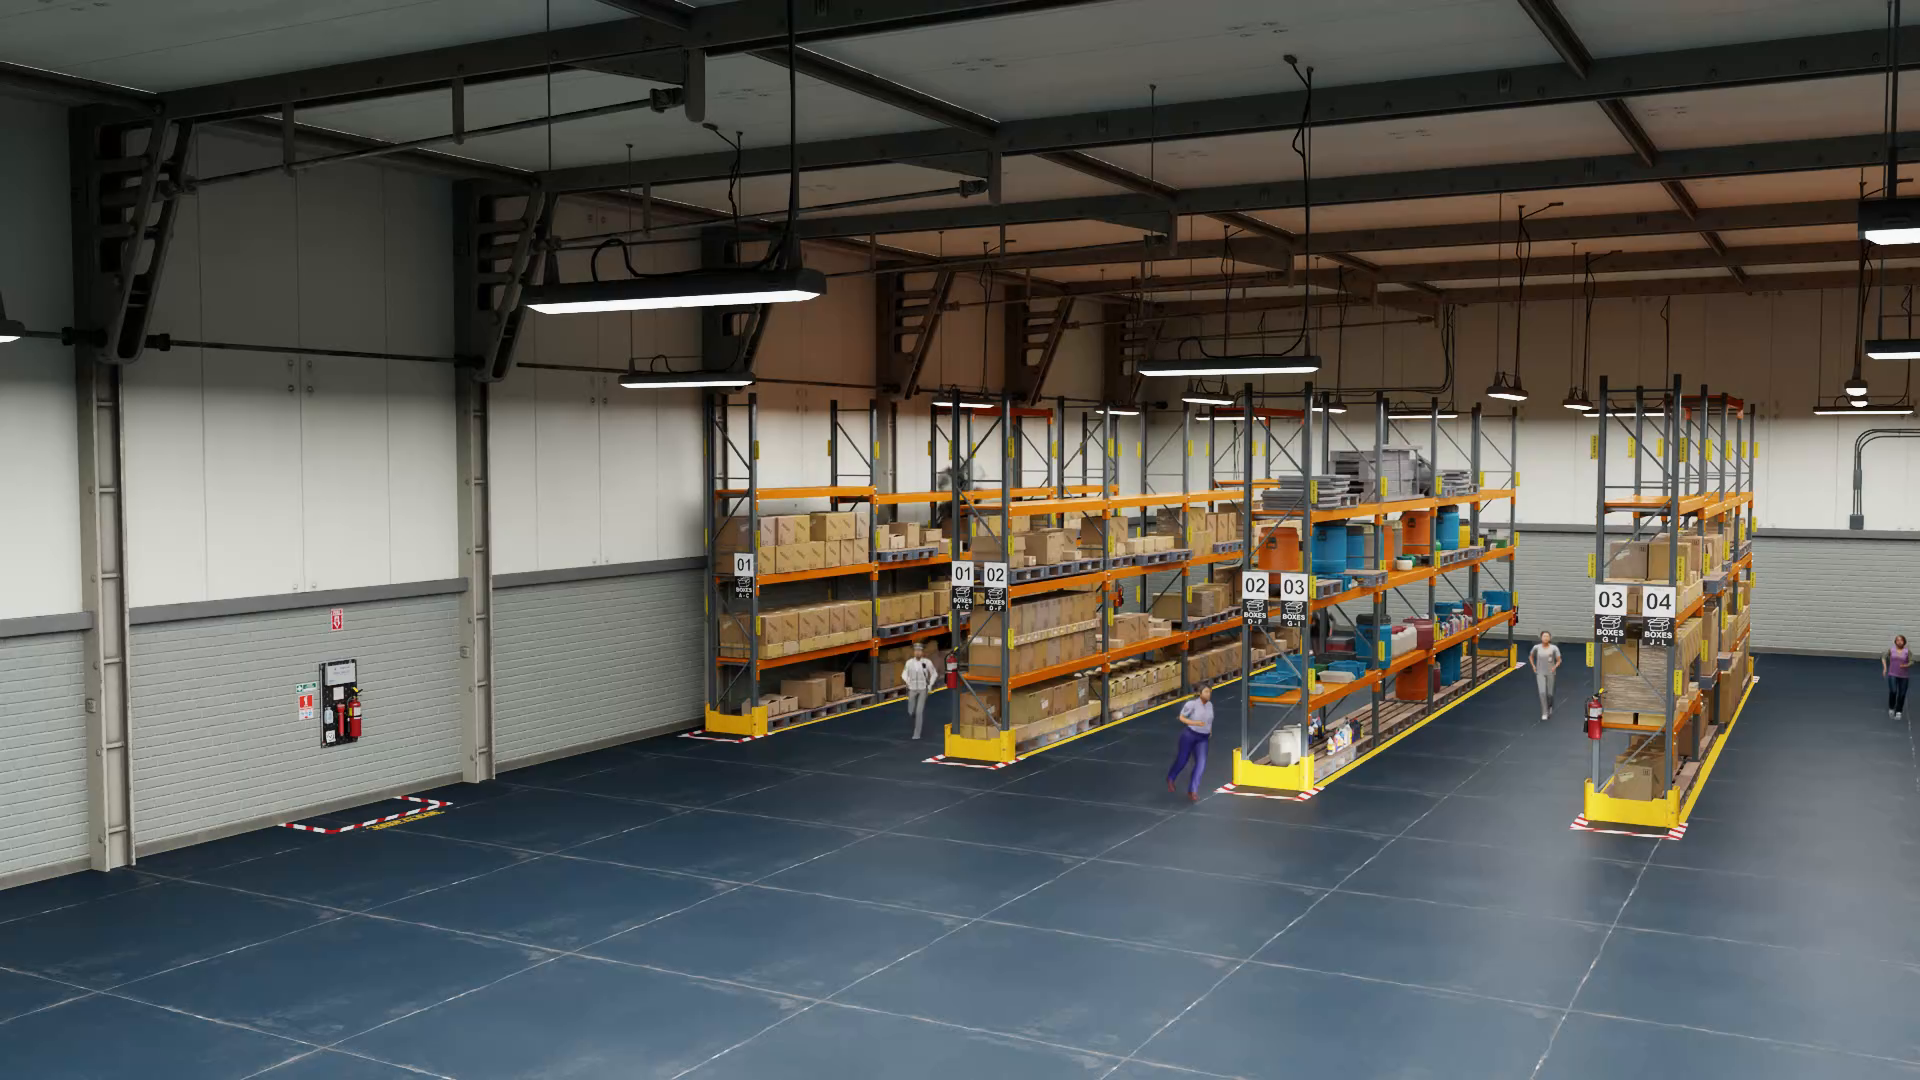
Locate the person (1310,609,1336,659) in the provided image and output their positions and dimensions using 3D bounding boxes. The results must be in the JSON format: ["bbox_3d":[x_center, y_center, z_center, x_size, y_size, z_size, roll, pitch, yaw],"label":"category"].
[{"bbox_3d":[7.884,2.177,36.416,0.639,1.771,0.734,1,3,20],"label":"person"}]

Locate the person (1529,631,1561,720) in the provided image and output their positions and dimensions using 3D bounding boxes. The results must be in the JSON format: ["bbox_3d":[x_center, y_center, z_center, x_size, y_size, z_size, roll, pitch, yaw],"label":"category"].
[{"bbox_3d":[10.893,2.504,30.977,0.576,1.644,0.704,1,3,20],"label":"person"}]

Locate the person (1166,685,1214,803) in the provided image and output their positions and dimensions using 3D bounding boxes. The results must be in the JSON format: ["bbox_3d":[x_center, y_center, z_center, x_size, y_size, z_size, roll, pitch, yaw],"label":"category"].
[{"bbox_3d":[3.420,2.899,24.019,0.644,1.635,0.887,-1,3,-17],"label":"person"}]

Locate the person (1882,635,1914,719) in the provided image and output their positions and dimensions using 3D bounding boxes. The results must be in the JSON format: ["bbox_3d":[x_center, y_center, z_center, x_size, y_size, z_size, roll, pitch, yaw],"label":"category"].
[{"bbox_3d":[17.361,2.581,30.786,0.513,1.474,0.639,2,3,26],"label":"person"}]

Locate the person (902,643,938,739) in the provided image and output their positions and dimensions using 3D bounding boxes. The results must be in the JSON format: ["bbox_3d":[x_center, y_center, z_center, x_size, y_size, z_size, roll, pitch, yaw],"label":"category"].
[{"bbox_3d":[-0.708,2.604,28.962,0.619,1.663,0.684,1,3,11],"label":"person"}]
